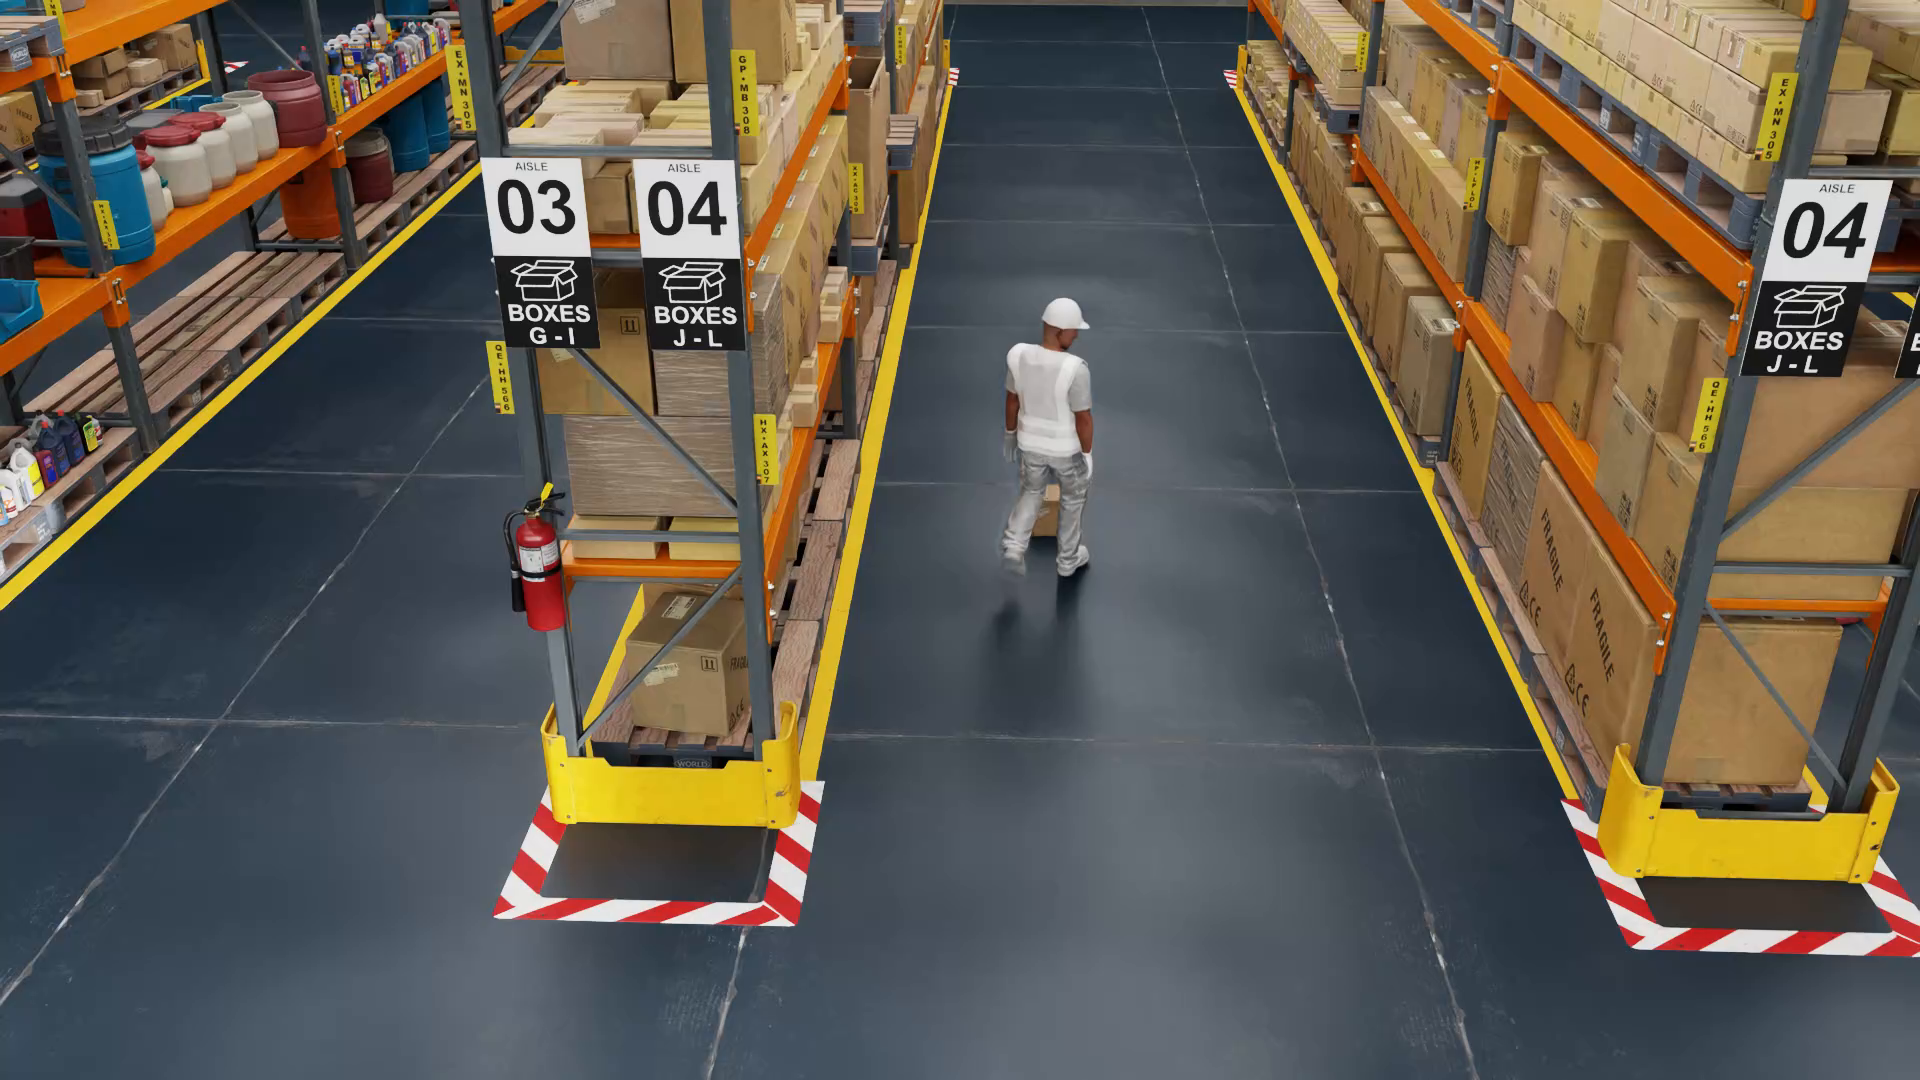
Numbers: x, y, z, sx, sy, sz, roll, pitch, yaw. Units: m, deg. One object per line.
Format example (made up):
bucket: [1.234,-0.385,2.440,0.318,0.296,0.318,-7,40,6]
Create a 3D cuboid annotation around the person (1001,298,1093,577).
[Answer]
person: [0.520,-0.555,9.635,0.591,1.768,0.734,15,31,26]
